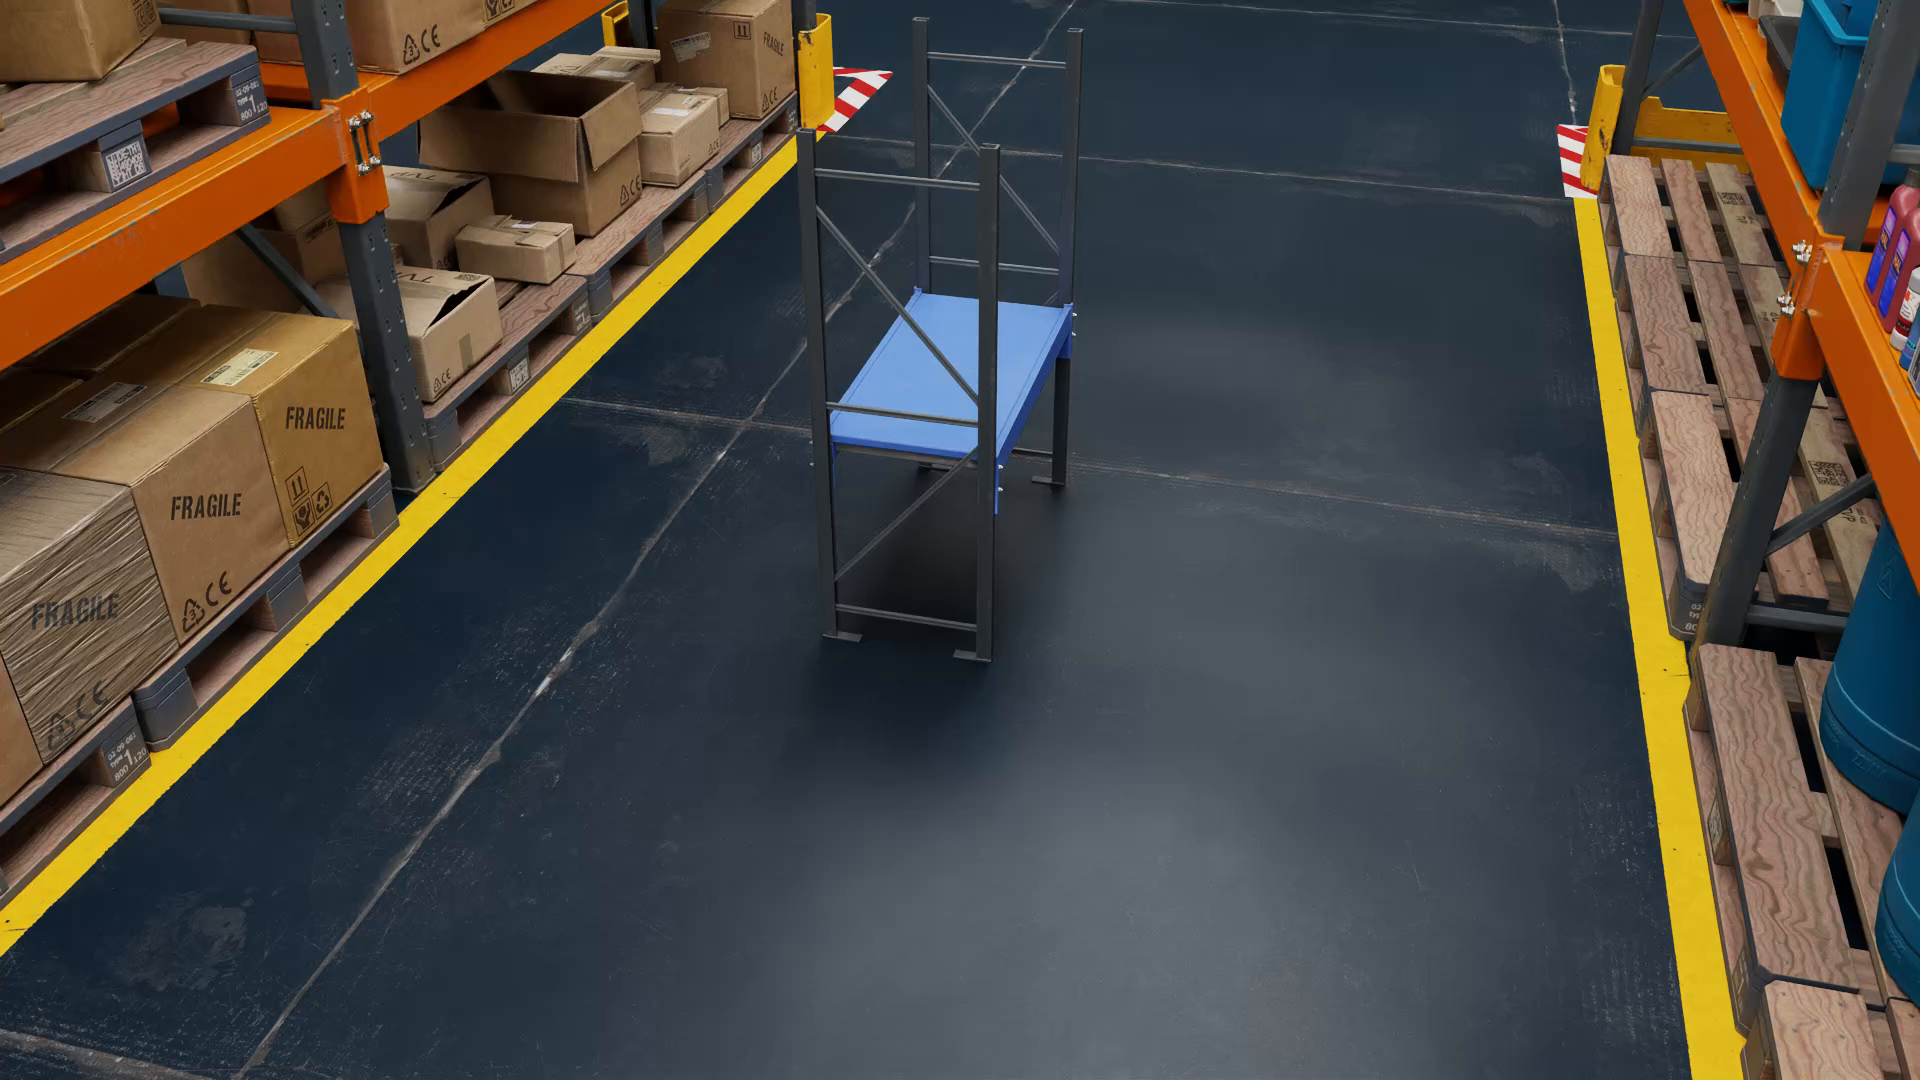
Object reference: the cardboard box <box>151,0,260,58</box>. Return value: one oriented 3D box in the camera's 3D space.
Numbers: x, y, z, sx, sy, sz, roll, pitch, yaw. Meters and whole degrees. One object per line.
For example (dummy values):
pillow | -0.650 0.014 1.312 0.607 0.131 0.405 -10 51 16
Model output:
cardboard box | -2.375 -1.847 5.267 0.500 0.500 0.500 9 33 13

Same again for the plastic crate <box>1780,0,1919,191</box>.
plastic crate | 2.325 -1.142 4.209 0.392 0.384 0.575 8 33 12

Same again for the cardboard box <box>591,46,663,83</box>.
cardboard box | -1.677 -2.398 8.474 0.380 0.149 0.250 8 33 12

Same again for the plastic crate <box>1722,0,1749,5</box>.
plastic crate | 2.760 -1.942 5.610 0.416 0.233 0.300 8 33 12

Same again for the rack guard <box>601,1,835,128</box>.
rack guard | -1.258 -2.492 8.704 1.175 0.500 0.348 8 33 12

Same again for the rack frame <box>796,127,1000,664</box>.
rack frame | -0.151 -0.325 4.363 0.500 1.500 0.032 8 33 12

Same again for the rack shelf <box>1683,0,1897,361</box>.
rack shelf | 3.044 -1.569 5.592 1.077 0.370 4.000 8 33 12

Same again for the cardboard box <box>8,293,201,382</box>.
cardboard box | -2.612 -0.424 5.040 0.500 0.500 0.500 7 33 10

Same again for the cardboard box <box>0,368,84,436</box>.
cardboard box | -2.737 -0.145 4.603 0.500 0.500 0.500 8 33 13

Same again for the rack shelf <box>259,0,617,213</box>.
rack shelf | -1.746 -2.245 6.656 1.077 0.370 4.000 8 33 12

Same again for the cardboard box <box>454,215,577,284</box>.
cardboard box | -1.728 -1.139 6.477 0.380 0.166 0.250 8 33 12

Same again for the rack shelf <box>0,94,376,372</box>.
rack shelf | -2.761 -0.169 3.391 1.077 0.370 4.000 8 33 12

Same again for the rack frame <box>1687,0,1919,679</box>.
rack frame | 2.537 -0.834 3.767 1.000 3.000 0.127 8 33 12

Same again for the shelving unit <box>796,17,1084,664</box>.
shelving unit | -0.022 -0.589 4.778 0.538 1.500 1.048 8 33 12

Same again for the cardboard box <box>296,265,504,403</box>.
cardboard box | -1.938 -0.750 5.730 0.500 0.311 0.500 8 33 12

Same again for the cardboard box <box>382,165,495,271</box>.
cardboard box | -2.193 -1.285 6.572 0.500 0.311 0.500 8 33 12

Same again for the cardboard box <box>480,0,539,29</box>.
cardboard box | -1.734 -2.046 5.580 0.500 0.500 0.500 9 33 13

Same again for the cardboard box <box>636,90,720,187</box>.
cardboard box | -1.408 -1.807 7.450 0.500 0.250 0.500 8 33 12

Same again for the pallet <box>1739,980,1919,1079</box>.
pallet | 1.993 1.372 2.895 1.003 0.211 1.213 8 33 12

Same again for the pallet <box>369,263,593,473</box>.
pallet | -2.078 -0.690 6.139 1.003 0.211 1.213 8 33 12

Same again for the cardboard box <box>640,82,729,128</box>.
cardboard box | -1.328 -2.063 7.930 0.380 0.166 0.250 8 33 12

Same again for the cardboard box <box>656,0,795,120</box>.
cardboard box | -1.138 -2.401 8.152 0.500 0.500 0.500 8 33 12

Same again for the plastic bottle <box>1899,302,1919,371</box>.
plastic bottle | 1.961 -0.466 3.307 0.097 0.271 0.097 0 32 0

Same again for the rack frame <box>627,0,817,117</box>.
rack frame | -1.238 -3.586 8.096 1.000 3.000 0.127 8 33 12

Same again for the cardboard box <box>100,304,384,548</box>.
cardboard box | -2.102 -0.346 4.919 0.500 0.500 0.500 8 33 12

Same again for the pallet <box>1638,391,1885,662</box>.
pallet | 2.686 -0.044 5.123 1.003 0.211 1.213 8 33 12

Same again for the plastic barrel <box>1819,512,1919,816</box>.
plastic barrel | 2.382 0.154 3.776 0.600 0.901 0.708 8 33 12

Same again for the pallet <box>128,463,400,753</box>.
pallet | -2.423 0.093 4.906 1.003 0.211 1.213 8 33 12

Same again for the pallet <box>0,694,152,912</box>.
pallet | -2.731 0.728 3.907 1.003 0.211 1.213 8 33 12

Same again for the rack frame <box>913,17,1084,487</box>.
rack frame | 0.107 -0.852 5.193 0.500 1.500 0.032 8 33 12

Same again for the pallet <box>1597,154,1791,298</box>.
pallet | 3.305 -1.311 7.115 1.003 0.211 1.213 8 33 12

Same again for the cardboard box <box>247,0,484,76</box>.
cardboard box | -1.861 -1.780 5.161 0.500 0.500 0.500 9 34 14

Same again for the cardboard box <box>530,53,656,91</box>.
cardboard box | -1.778 -2.109 7.924 0.500 0.250 0.500 8 33 12

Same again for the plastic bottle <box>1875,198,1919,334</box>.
plastic bottle | 1.997 -0.584 3.481 0.061 0.283 0.133 8 33 12

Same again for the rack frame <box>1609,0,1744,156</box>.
rack frame | 3.552 -2.910 7.032 1.000 3.000 0.127 8 33 12

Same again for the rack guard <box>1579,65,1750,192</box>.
rack guard | 3.545 -1.869 7.725 1.175 0.500 0.348 8 33 12

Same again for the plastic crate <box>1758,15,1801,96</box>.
plastic crate | 2.561 -1.361 4.795 0.437 0.125 0.590 8 33 12

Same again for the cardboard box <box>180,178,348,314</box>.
cardboard box | -2.383 -0.976 5.909 0.500 0.500 0.500 8 33 12

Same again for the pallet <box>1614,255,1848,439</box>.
pallet | 2.993 -0.680 6.122 1.003 0.211 1.213 8 33 12

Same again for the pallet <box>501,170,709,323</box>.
pallet | -1.771 -1.325 7.138 1.003 0.211 1.213 8 33 12

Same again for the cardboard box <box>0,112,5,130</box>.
cardboard box | -2.703 -1.149 3.777 0.700 0.500 0.500 13 35 20

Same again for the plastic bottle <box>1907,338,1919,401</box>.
plastic bottle | 1.958 -0.404 3.205 0.152 0.276 0.135 8 33 12

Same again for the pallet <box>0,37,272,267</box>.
pallet | -2.562 -1.030 4.253 1.003 0.211 1.213 8 33 12

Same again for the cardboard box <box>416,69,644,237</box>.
cardboard box | -1.782 -1.618 6.917 0.797 0.503 0.637 8 33 12

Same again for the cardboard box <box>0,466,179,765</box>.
cardboard box | -2.363 0.169 4.108 0.500 0.500 0.500 8 33 13

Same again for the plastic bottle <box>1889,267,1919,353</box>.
plastic bottle | 1.986 -0.487 3.405 0.097 0.201 0.097 0 32 0

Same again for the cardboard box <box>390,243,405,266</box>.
cardboard box | -2.346 -1.030 6.322 0.380 0.149 0.250 8 33 12

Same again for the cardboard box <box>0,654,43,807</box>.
cardboard box | -2.490 0.433 3.692 0.500 0.500 0.500 7 33 11

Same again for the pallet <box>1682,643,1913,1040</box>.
pallet | 2.301 0.737 3.894 1.003 0.211 1.213 8 33 12

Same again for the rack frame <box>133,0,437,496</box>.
rack frame | -2.254 -1.511 4.830 1.000 3.000 0.127 8 33 12

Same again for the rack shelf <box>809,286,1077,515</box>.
rack shelf | -0.022 -0.437 4.875 0.538 0.185 1.000 8 33 12

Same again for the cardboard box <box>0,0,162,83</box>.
cardboard box | -2.590 -1.515 4.352 0.700 0.500 0.500 -3 33 -4

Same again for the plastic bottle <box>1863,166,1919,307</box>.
plastic bottle | 2.031 -0.653 3.590 0.061 0.283 0.133 8 33 12

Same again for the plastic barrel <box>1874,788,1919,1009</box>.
plastic barrel | 2.203 0.521 3.198 0.600 0.901 0.708 8 33 12

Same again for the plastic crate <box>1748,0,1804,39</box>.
plastic crate | 2.688 -1.693 5.307 0.293 0.136 0.466 8 33 12

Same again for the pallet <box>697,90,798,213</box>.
pallet | -1.459 -1.956 8.131 1.003 0.211 1.213 8 33 12

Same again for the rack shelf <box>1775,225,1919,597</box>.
rack shelf | 2.029 0.507 2.327 1.077 0.370 4.000 8 33 12

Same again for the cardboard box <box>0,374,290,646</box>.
cardboard box | -2.235 -0.091 4.517 0.500 0.500 0.500 8 33 13
